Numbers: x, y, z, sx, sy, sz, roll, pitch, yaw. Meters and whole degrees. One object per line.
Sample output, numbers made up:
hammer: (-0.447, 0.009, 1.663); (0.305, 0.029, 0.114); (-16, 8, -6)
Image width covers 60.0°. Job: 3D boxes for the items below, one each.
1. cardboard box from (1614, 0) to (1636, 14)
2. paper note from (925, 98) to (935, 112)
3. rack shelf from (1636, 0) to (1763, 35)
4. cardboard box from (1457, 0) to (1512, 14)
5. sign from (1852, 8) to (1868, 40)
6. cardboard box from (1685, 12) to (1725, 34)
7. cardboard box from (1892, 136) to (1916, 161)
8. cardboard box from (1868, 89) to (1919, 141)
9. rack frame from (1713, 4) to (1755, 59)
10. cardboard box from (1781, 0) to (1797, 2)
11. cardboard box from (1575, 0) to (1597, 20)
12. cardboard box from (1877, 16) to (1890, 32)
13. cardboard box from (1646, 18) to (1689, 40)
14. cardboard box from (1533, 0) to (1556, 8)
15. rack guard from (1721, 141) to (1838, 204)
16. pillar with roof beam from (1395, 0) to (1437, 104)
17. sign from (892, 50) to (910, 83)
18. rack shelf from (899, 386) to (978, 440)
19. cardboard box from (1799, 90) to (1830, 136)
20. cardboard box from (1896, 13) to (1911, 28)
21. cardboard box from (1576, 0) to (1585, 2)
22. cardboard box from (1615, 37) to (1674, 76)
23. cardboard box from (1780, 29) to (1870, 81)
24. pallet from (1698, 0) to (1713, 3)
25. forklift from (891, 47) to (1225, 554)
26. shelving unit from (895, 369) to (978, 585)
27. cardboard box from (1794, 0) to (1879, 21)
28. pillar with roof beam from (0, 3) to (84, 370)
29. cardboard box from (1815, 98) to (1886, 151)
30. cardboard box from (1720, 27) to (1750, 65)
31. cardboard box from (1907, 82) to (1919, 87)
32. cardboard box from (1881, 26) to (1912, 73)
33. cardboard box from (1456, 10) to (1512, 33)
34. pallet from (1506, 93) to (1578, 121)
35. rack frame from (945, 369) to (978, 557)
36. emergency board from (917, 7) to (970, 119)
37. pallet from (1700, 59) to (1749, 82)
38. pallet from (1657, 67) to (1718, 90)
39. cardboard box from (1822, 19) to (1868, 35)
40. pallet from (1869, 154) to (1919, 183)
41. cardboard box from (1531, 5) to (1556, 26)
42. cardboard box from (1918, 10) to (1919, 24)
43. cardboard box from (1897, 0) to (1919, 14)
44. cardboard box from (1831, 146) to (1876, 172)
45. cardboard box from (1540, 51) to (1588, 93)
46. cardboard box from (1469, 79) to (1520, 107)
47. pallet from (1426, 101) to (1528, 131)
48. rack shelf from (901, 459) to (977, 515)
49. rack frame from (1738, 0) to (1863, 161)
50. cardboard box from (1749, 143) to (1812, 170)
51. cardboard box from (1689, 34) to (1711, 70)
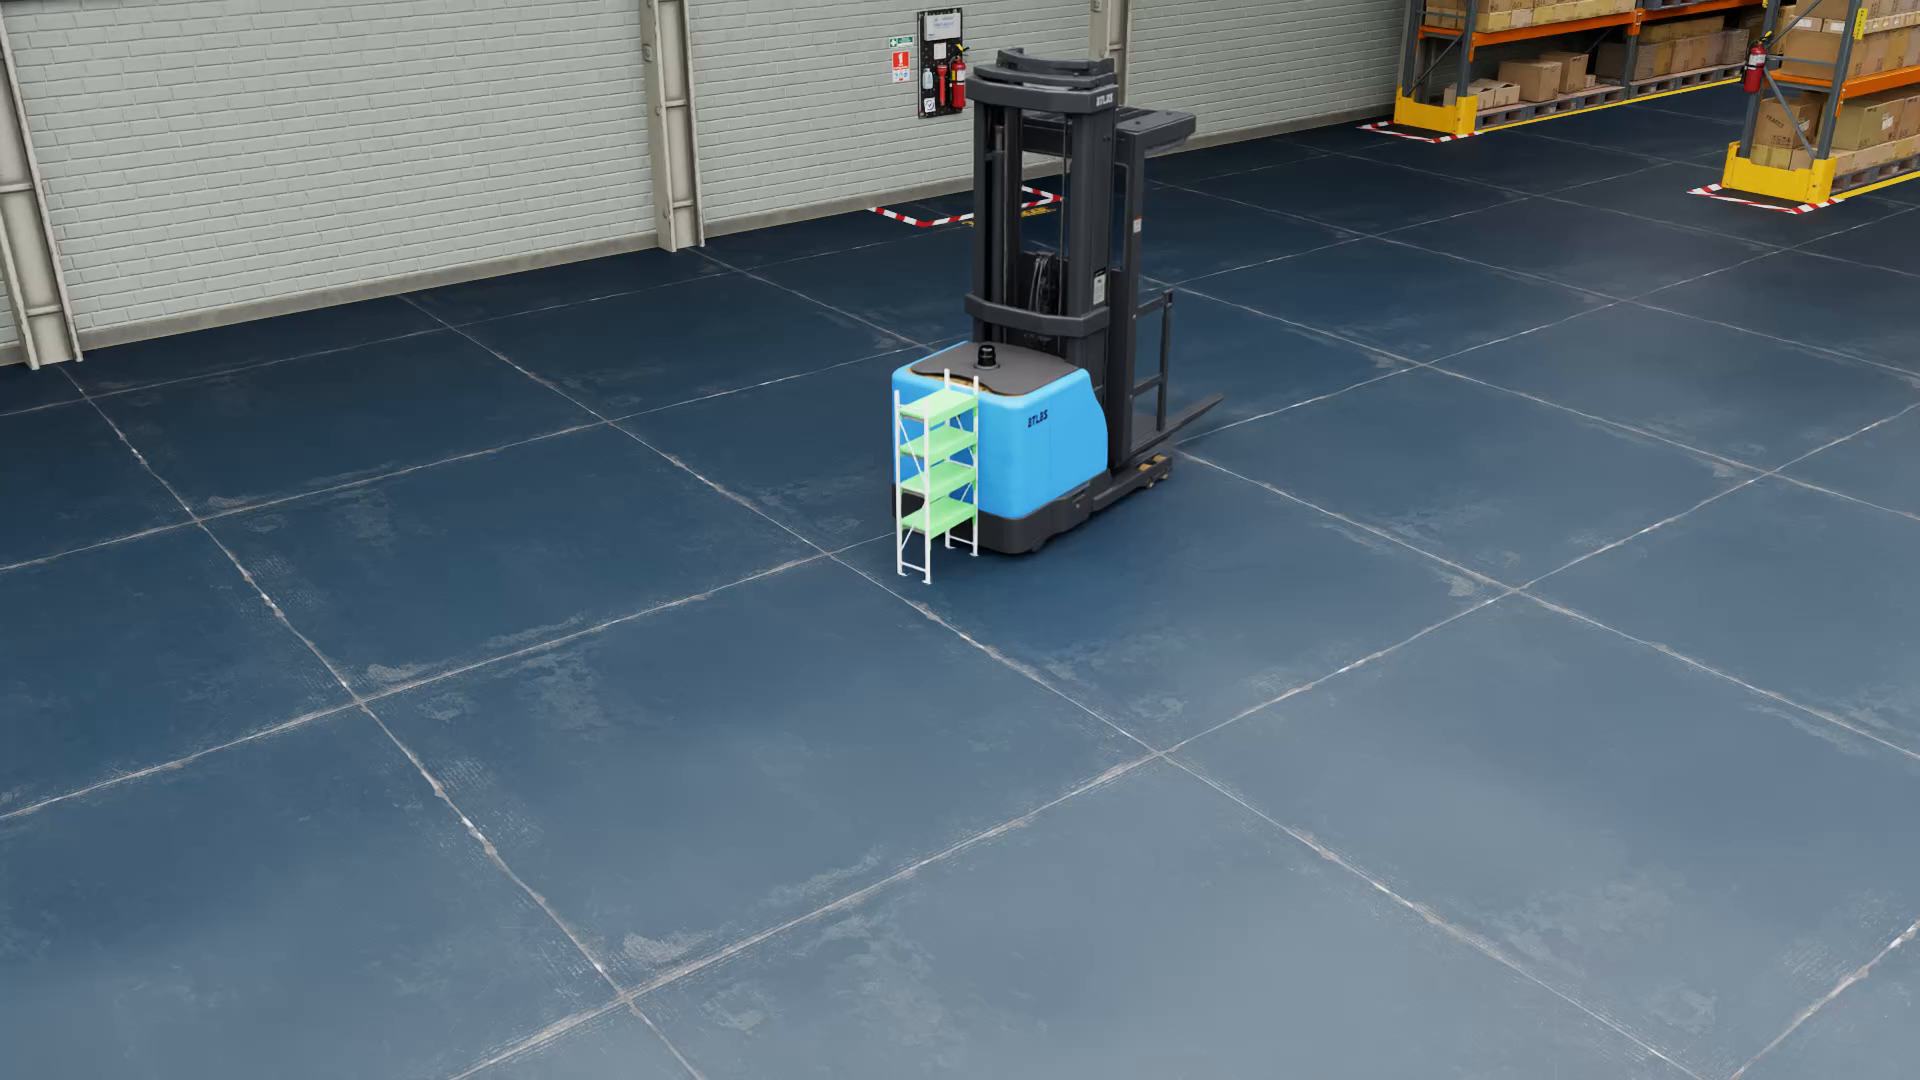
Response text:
cardboard box: (9.476, -7.837, 24.227); (0.500, 0.250, 0.500); (-18, 30, -34)
paper note: (-0.340, -4.938, 18.872); (0.142, 0.148, 0.016); (-18, 31, -34)
rack shelf: (11.236, -8.312, 25.952); (4.000, 0.370, 1.077); (-18, 31, -34)
cardboard box: (7.076, -7.386, 22.364); (0.500, 0.500, 0.500); (-18, 31, -34)
sign: (9.912, -5.683, 18.310); (0.005, 0.325, 0.100); (-18, 31, -34)
cardboard box: (11.788, -8.232, 26.481); (0.500, 0.250, 0.500); (-18, 30, -33)
cardboard box: (11.315, -4.838, 20.378); (0.500, 0.250, 0.500); (-18, 31, -34)
cardboard box: (11.315, -5.178, 20.220); (0.500, 0.500, 0.500); (-18, 31, -34)
rack frame: (12.810, -9.158, 26.920); (0.127, 3.000, 1.000); (-18, 31, -34)
cardboard box: (14.163, -8.746, 28.087); (0.750, 0.750, 0.750); (-18, 31, -34)
cardboard box: (8.693, -7.574, 23.661); (0.500, 0.250, 0.500); (-18, 31, -34)
cardboard box: (10.419, -5.944, 19.105); (0.250, 0.149, 0.380); (-18, 30, -34)
cardboard box: (10.983, -7.973, 25.923); (0.500, 0.250, 0.500); (-19, 31, -35)
cardboard box: (7.881, -7.643, 22.918); (0.500, 0.500, 0.500); (-19, 31, -36)
rack guard: (9.555, -4.300, 19.421); (0.348, 0.500, 1.175); (-18, 31, -34)
pillar with roof beam: (9.188, -8.843, 19.115); (0.400, 9.000, 9.100); (-18, 31, -34)
sign: (-0.657, -5.267, 18.493); (0.234, 0.329, 0.001); (-18, 31, -34)
rack shelf: (-0.137, -0.764, 9.982); (0.258, 0.148, 0.480); (17, 30, 33)
cardboard box: (10.590, -5.226, 20.323); (0.500, 0.500, 0.500); (-18, 31, -34)
cardboard box: (10.827, -6.079, 19.395); (0.250, 0.149, 0.380); (-19, 31, -36)
cardboard box: (8.689, -7.916, 23.507); (0.500, 0.500, 0.500); (-19, 31, -35)
cardboard box: (10.607, -7.532, 25.863); (0.500, 0.500, 0.700); (-19, 31, -35)
cardboard box: (9.949, -5.602, 19.139); (0.500, 0.500, 0.700); (-18, 31, -34)
pallet: (11.277, -8.543, 25.823); (1.213, 0.211, 1.003); (-18, 31, -34)
forklift: (0.837, -1.800, 11.148); (1.130, 2.935, 3.031); (17, 30, 33)
shelving unit: (-0.137, -0.386, 10.157); (0.258, 1.200, 0.503); (17, 30, 33)
cardboard box: (9.991, -6.204, 18.896); (0.500, 0.500, 0.700); (-18, 30, -34)
pillar with roof beam: (-4.977, -4.168, 9.040); (0.400, 9.000, 9.100); (-18, 31, -34)
cardboard box: (10.526, -4.919, 19.663); (0.500, 0.500, 0.500); (-18, 31, -34)
cardboard box: (12.275, -8.019, 26.913); (0.500, 0.500, 0.700); (-18, 30, -33)
cardboard box: (12.091, -5.443, 20.792); (0.500, 0.500, 0.500); (-18, 31, -34)
cardboard box: (10.754, -5.867, 19.710); (0.500, 0.500, 0.700); (-18, 30, -34)
cardboard box: (7.094, -7.043, 22.516); (0.500, 0.250, 0.500); (-19, 31, -35)
pallet: (8.195, -6.349, 24.180); (1.213, 0.211, 1.003); (-18, 31, -34)
rack frame: (0.009, -0.469, 10.334); (0.240, 1.200, 0.015); (17, 30, 33)
emergency board: (-0.158, -5.360, 18.737); (0.643, 1.169, 0.194); (-18, 31, -34)
pallet: (12.194, -7.691, 27.070); (1.213, 0.211, 1.003); (-18, 31, -34)
pallet: (11.235, -7.375, 26.391); (1.213, 0.211, 1.003); (-18, 31, -34)
cardboard box: (10.016, -5.810, 18.816); (0.250, 0.149, 0.380); (-19, 31, -34)
pallet: (11.109, -4.703, 20.632); (1.213, 0.211, 1.003); (-18, 31, -34)
cardboard box: (7.899, -7.312, 23.097); (0.500, 0.250, 0.500); (-19, 31, -35)
cardboard box: (11.226, -6.209, 19.676); (0.250, 0.149, 0.380); (-18, 30, -34)
cardboard box: (10.798, -6.474, 19.477); (0.500, 0.500, 0.700); (-18, 30, -34)
cardboard box: (10.525, -4.580, 19.822); (0.500, 0.250, 0.500); (-18, 31, -34)
cardboard box: (8.870, -6.902, 24.505); (0.500, 0.500, 0.500); (-21, 32, -38)
cardboard box: (7.563, -6.358, 23.557); (0.500, 0.311, 0.500); (-15, 29, -30)
pallet: (7.235, -6.034, 23.501); (1.213, 0.211, 1.003); (-18, 31, -34)
rack shelf: (-0.137, -0.328, 10.184); (0.258, 0.148, 0.480); (17, 30, 33)
rack frame: (9.574, -5.440, 18.908); (0.127, 3.000, 1.000); (-18, 31, -34)
cardboard box: (9.814, -4.620, 19.910); (0.500, 0.250, 0.500); (-18, 31, -34)
cardboard box: (11.425, -7.786, 26.409); (0.500, 0.500, 0.700); (-18, 31, -34)
